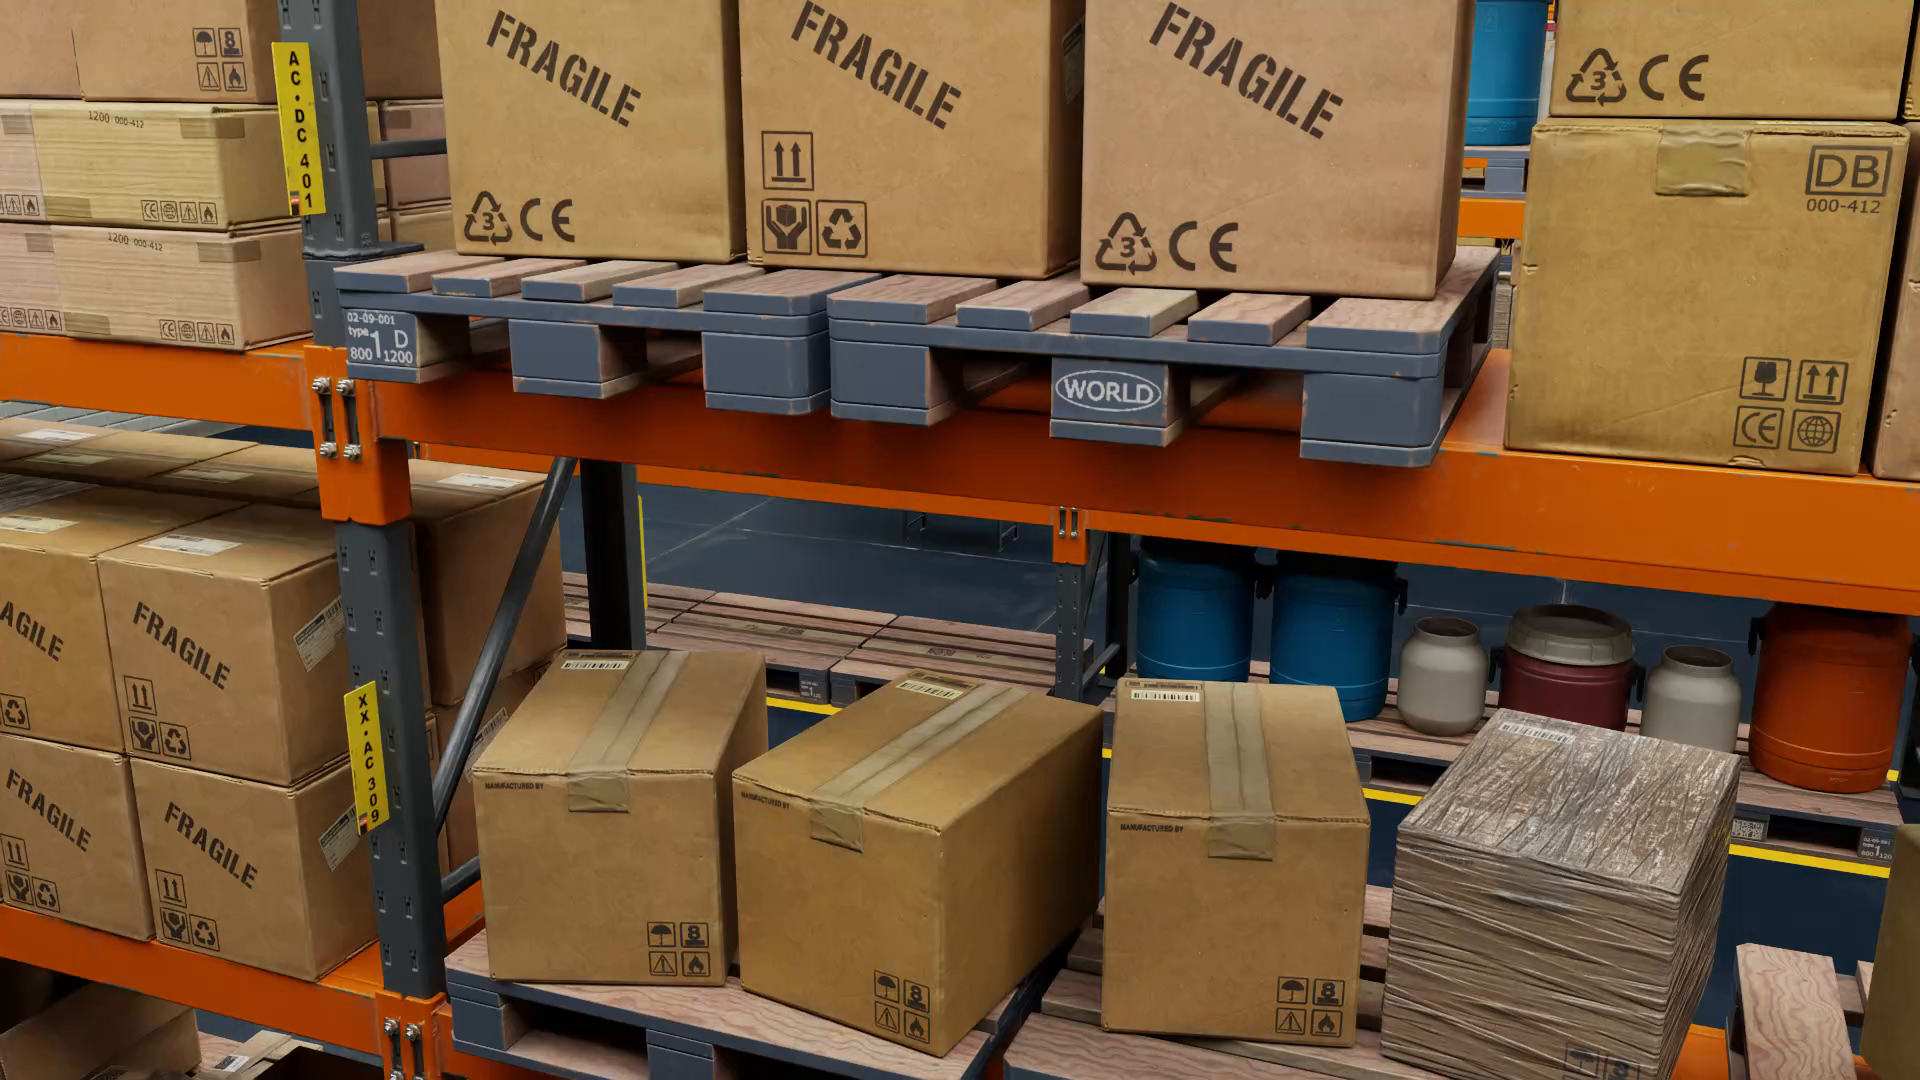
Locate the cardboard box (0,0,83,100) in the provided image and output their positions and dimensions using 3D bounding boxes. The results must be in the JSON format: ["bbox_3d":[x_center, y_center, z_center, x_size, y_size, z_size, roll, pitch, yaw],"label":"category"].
[{"bbox_3d":[-1.973,-1.349,4.087,0.500,0.500,0.700,6,17,21],"label":"cardboard box"}]

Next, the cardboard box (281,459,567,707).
[{"bbox_3d":[-1.428,0.098,4.483,0.500,0.500,0.500,7,18,22],"label":"cardboard box"}]

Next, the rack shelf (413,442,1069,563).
[{"bbox_3d":[-1.133,-0.396,9.448,4.000,0.370,1.077,6,17,21],"label":"rack shelf"}]

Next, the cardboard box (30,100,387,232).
[{"bbox_3d":[-1.645,-0.840,3.681,0.500,0.250,0.500,6,17,21],"label":"cardboard box"}]

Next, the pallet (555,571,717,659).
[{"bbox_3d":[-2.240,0.488,10.116,1.213,0.211,1.003,6,17,21],"label":"pallet"}]

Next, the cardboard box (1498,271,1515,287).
[{"bbox_3d":[4.027,-1.788,12.774,0.500,0.500,0.500,6,17,20],"label":"cardboard box"}]

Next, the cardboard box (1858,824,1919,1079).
[{"bbox_3d":[2.001,0.872,2.858,0.500,0.500,0.700,1,16,2],"label":"cardboard box"}]

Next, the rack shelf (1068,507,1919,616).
[{"bbox_3d":[2.588,0.013,8.038,4.000,0.370,1.077,6,17,21],"label":"rack shelf"}]

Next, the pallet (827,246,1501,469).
[{"bbox_3d":[0.454,-0.413,3.172,1.003,0.211,1.213,6,17,21],"label":"pallet"}]

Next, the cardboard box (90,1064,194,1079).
[{"bbox_3d":[-2.425,1.766,4.744,0.500,0.311,0.500,6,17,21],"label":"cardboard box"}]

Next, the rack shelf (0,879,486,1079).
[{"bbox_3d":[-2.954,0.888,5.024,4.000,0.370,1.077,6,17,21],"label":"rack shelf"}]

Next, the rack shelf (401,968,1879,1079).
[{"bbox_3d":[0.767,1.297,3.614,4.000,0.370,1.077,6,17,21],"label":"rack shelf"}]

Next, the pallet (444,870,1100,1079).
[{"bbox_3d":[-0.390,0.950,3.867,1.213,0.211,1.003,6,17,21],"label":"pallet"}]

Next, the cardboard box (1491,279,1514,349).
[{"bbox_3d":[3.815,-1.655,12.315,0.500,0.500,0.500,6,17,19],"label":"cardboard box"}]

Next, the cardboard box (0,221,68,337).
[{"bbox_3d":[-2.104,-0.656,3.941,0.500,0.250,0.500,6,17,21],"label":"cardboard box"}]

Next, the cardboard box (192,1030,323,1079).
[{"bbox_3d":[-2.213,1.712,5.190,0.250,0.166,0.380,6,17,21],"label":"cardboard box"}]

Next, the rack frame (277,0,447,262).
[{"bbox_3d":[-1.093,-2.134,3.382,0.127,3.000,1.000,6,17,21],"label":"rack frame"}]

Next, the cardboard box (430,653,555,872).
[{"bbox_3d":[-1.467,0.577,4.628,0.500,0.500,0.500,7,18,22],"label":"cardboard box"}]

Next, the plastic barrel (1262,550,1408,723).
[{"bbox_3d":[1.886,0.402,8.420,0.708,0.901,0.600,6,17,21],"label":"plastic barrel"}]

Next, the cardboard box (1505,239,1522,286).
[{"bbox_3d":[4.360,-2.155,12.239,0.637,0.503,0.797,7,18,22],"label":"cardboard box"}]

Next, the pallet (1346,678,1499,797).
[{"bbox_3d":[2.569,1.016,8.294,1.213,0.211,1.003,6,17,21],"label":"pallet"}]

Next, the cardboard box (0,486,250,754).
[{"bbox_3d":[-2.136,0.183,4.190,0.500,0.500,0.500,6,17,20],"label":"cardboard box"}]

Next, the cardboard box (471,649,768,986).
[{"bbox_3d":[-0.735,0.604,3.780,0.500,0.500,0.700,1,16,2],"label":"cardboard box"}]

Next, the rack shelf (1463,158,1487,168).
[{"bbox_3d":[4.406,-2.712,12.045,4.000,0.370,1.077,6,17,21],"label":"rack shelf"}]

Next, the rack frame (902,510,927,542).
[{"bbox_3d":[-0.334,-0.757,12.091,0.023,1.500,0.400,6,17,21],"label":"rack frame"}]

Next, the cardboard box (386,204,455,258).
[{"bbox_3d":[-1.455,-0.735,4.214,0.500,0.250,0.500,6,17,21],"label":"cardboard box"}]

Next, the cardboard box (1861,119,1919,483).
[{"bbox_3d":[1.735,-0.420,2.681,0.500,0.500,0.910,6,17,21],"label":"cardboard box"}]

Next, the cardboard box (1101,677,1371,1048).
[{"bbox_3d":[0.573,0.662,3.579,0.500,0.500,0.700,2,16,7],"label":"cardboard box"}]

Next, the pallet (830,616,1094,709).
[{"bbox_3d":[0.029,0.737,9.256,1.213,0.211,1.003,6,17,21],"label":"pallet"}]

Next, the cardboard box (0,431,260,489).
[{"bbox_3d":[-2.386,-0.007,4.846,0.500,0.500,0.500,6,17,19],"label":"cardboard box"}]

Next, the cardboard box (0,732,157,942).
[{"bbox_3d":[-2.132,0.662,4.332,0.500,0.500,0.500,7,18,22],"label":"cardboard box"}]

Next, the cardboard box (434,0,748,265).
[{"bbox_3d":[-0.652,-0.920,3.471,0.600,0.600,0.600,5,17,15],"label":"cardboard box"}]

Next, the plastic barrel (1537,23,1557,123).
[{"bbox_3d":[2.744,-1.977,7.228,0.433,0.535,0.433,0,16,0],"label":"plastic barrel"}]

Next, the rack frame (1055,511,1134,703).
[{"bbox_3d":[0.728,-0.537,8.643,0.127,3.000,1.000,6,17,21],"label":"rack frame"}]

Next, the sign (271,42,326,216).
[{"bbox_3d":[-1.285,-0.800,3.241,0.005,0.325,0.100,6,17,21],"label":"sign"}]

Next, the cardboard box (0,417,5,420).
[{"bbox_3d":[-3.345,-0.112,5.208,0.500,0.500,0.500,7,18,22],"label":"cardboard box"}]

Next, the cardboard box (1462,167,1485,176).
[{"bbox_3d":[6.485,-4.800,21.356,0.500,0.500,0.500,6,17,21],"label":"cardboard box"}]

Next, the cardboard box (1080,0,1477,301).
[{"bbox_3d":[0.590,-0.784,3.003,0.600,0.600,0.600,6,17,18],"label":"cardboard box"}]

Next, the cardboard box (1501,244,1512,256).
[{"bbox_3d":[5.381,-2.940,16.616,0.250,0.149,0.380,6,17,21],"label":"cardboard box"}]

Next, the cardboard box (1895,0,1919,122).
[{"bbox_3d":[1.750,-0.911,2.577,0.500,0.500,0.500,6,17,21],"label":"cardboard box"}]

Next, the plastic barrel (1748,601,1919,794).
[{"bbox_3d":[3.987,0.667,7.634,0.708,0.830,0.600,6,17,21],"label":"plastic barrel"}]

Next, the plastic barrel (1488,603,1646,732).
[{"bbox_3d":[2.937,0.668,8.066,0.708,0.588,0.600,6,17,21],"label":"plastic barrel"}]

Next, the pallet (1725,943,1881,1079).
[{"bbox_3d":[1.972,1.198,3.012,1.003,0.211,1.213,6,17,21],"label":"pallet"}]

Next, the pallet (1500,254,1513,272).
[{"bbox_3d":[5.117,-2.889,17.090,1.213,0.211,1.003,6,17,21],"label":"pallet"}]

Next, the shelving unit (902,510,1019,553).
[{"bbox_3d":[0.006,-0.720,11.962,0.755,1.500,0.431,6,17,21],"label":"shelving unit"}]
